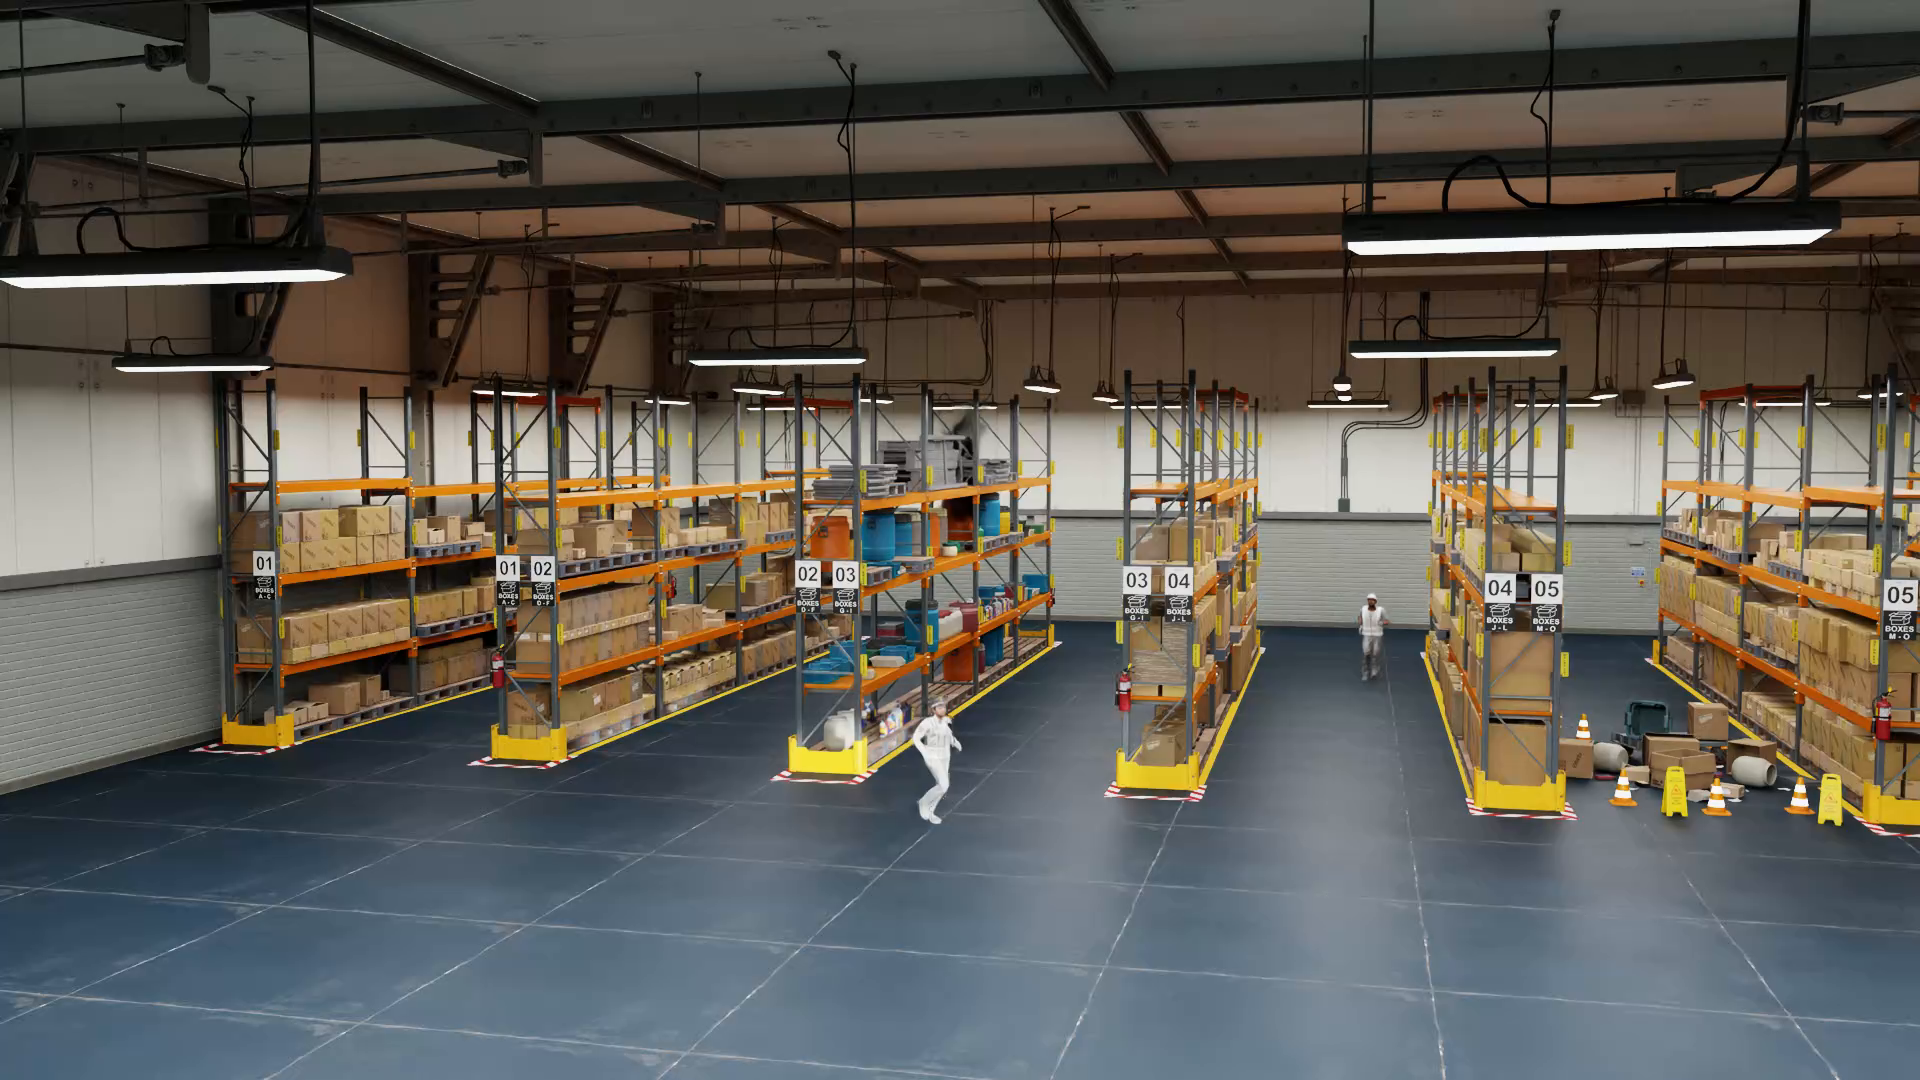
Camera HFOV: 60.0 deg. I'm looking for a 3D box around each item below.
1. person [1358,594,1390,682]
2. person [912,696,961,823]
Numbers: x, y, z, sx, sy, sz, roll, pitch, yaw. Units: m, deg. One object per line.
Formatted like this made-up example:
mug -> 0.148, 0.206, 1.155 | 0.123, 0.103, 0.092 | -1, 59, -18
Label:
person -> 8.624, 2.032, 34.703 | 0.670, 1.838, 0.781 | 1, 4, 19
person -> -0.244, 2.865, 21.716 | 0.598, 1.666, 0.549 | -3, 5, -45
